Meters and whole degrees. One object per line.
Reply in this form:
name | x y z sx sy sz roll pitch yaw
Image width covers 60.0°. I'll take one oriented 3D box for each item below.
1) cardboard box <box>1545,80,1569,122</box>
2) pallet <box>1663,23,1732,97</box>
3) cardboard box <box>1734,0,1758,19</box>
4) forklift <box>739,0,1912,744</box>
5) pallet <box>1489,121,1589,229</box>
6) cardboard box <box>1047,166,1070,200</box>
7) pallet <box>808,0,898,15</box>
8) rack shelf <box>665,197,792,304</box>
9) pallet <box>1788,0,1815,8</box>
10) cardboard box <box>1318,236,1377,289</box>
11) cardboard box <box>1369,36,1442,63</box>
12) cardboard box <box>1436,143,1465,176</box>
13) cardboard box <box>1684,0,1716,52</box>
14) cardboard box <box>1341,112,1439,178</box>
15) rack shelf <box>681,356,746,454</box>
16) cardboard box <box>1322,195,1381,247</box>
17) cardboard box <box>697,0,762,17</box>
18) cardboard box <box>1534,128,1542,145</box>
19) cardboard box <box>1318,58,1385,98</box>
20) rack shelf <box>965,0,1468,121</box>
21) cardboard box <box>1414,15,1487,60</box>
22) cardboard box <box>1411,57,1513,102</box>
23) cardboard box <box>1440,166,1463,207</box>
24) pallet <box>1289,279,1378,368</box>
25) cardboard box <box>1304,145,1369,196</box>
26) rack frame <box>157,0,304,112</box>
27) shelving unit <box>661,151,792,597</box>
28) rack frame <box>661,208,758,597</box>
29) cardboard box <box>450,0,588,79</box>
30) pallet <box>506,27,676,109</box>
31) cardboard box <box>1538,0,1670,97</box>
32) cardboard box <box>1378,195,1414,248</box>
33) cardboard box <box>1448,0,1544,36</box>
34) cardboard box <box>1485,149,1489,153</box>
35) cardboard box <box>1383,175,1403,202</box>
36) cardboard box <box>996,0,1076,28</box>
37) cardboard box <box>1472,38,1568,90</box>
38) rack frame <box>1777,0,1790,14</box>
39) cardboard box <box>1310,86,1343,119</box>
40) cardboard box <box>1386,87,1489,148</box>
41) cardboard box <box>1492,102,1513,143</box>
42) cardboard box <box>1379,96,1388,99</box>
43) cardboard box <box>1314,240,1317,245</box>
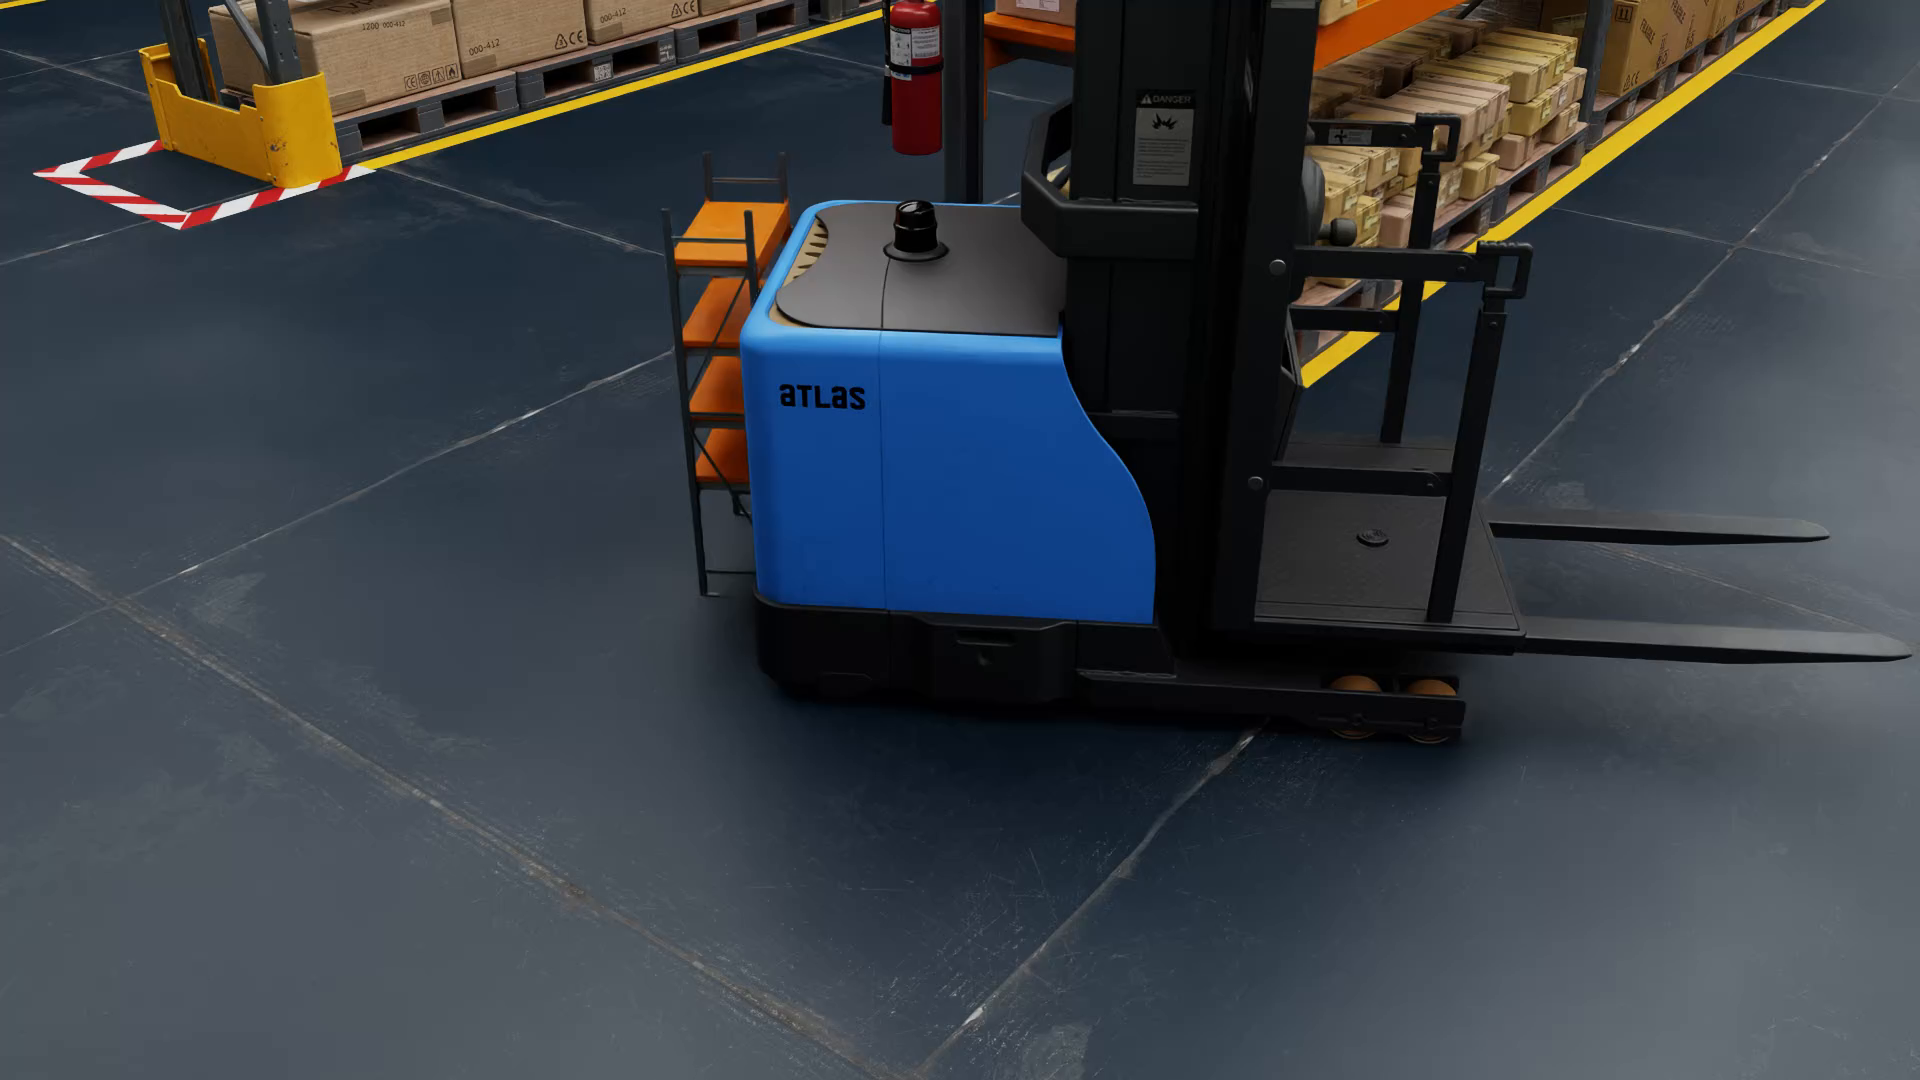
cardboard box | 2.700 -2.144 8.019 0.380 0.149 0.250 19 36 29
pallet | 3.995 -3.017 10.134 1.003 0.211 1.213 21 37 31
cardboard box | 4.699 -3.575 10.380 0.500 0.500 0.500 23 38 33
forklift | 0.995 -1.014 4.086 3.031 2.935 1.130 3 31 5
pallet | 2.413 -1.918 8.280 1.003 0.211 1.213 21 37 31
cardboard box | 0.493 -1.279 6.267 0.380 0.149 0.250 22 37 32
pallet | -0.812 -4.021 11.828 1.003 0.211 1.213 21 37 31
rack shelf | -0.640 -0.809 4.666 0.258 0.148 0.480 2 31 5
pallet | 5.740 -4.125 12.004 1.003 0.211 1.213 21 37 31
cardboard box | 1.426 -1.149 6.632 0.380 0.149 0.250 22 37 32
cardboard box | 2.090 -2.324 8.030 0.380 0.149 0.250 21 36 31
cardboard box | 2.006 -1.746 7.346 0.380 0.149 0.250 19 36 29
cardboard box | 4.071 -3.158 9.677 0.500 0.500 0.500 22 37 32
cardboard box | 1.741 -1.636 6.868 0.380 0.149 0.250 22 37 32
rack shelf | -0.637 -0.413 4.900 0.258 0.148 0.480 2 31 5
cardboard box | 1.425 -1.284 6.566 0.380 0.149 0.250 22 37 33
cardboard box | -1.682 -3.740 10.720 0.875 0.438 0.875 21 36 31
cardboard box | 2.601 -2.012 8.087 0.380 0.149 0.250 22 37 33
cardboard box | 1.732 -2.133 7.707 0.380 0.149 0.250 22 37 32
rack shelf | 1.582 -2.279 6.860 1.077 0.370 4.000 21 37 31
cardboard box | 2.417 -2.536 8.387 0.380 0.149 0.250 23 38 33
cardboard box | 2.297 -2.086 7.629 0.380 0.149 0.250 22 37 33
cardboard box | 1.989 -1.586 7.368 0.380 0.149 0.250 22 37 32
pallet | 0.940 -0.927 6.606 1.003 0.211 1.213 21 37 31
cardboard box | 1.371 -1.433 6.526 0.380 0.149 0.250 19 36 29
rack frame | -3.632 -3.258 7.806 1.000 3.000 0.127 21 37 31
shelving unit | -0.637 -0.471 4.866 0.258 1.200 0.503 2 31 5
rack frame | -0.659 -0.347 4.657 0.240 1.200 0.015 2 31 5
cardboard box | -2.768 -3.010 9.488 0.875 0.438 0.875 22 37 33
pallet | -2.475 -2.901 9.939 1.003 0.211 1.213 21 37 31
cardboard box | 3.447 -2.726 8.947 0.500 0.500 0.500 23 37 33
cardboard box | 1.723 -1.357 6.982 0.380 0.149 0.250 19 36 29
cardboard box | 3.036 -2.885 9.217 0.500 0.500 0.500 20 36 30
cardboard box | 2.237 -1.815 7.755 0.380 0.149 0.250 20 36 30
cardboard box | 1.640 -1.544 7.005 0.380 0.149 0.250 23 38 34
cardboard box | 0.347 -1.887 5.739 0.380 0.149 0.250 21 37 31
cardboard box | 2.660 -2.271 7.941 0.380 0.149 0.250 22 37 32
rack frame | 5.204 -5.028 10.791 1.000 3.000 0.127 21 37 31
cardboard box | 1.453 -1.908 7.329 0.380 0.149 0.250 21 37 32
cardboard box | 2.054 -1.834 7.204 0.380 0.149 0.250 20 36 30
cardboard box | 2.322 -1.958 7.705 0.380 0.149 0.250 21 37 32
cardboard box | 1.951 -2.086 7.920 0.380 0.149 0.250 19 36 29
cardboard box | 1.106 -1.086 6.233 0.380 0.149 0.250 21 37 31
